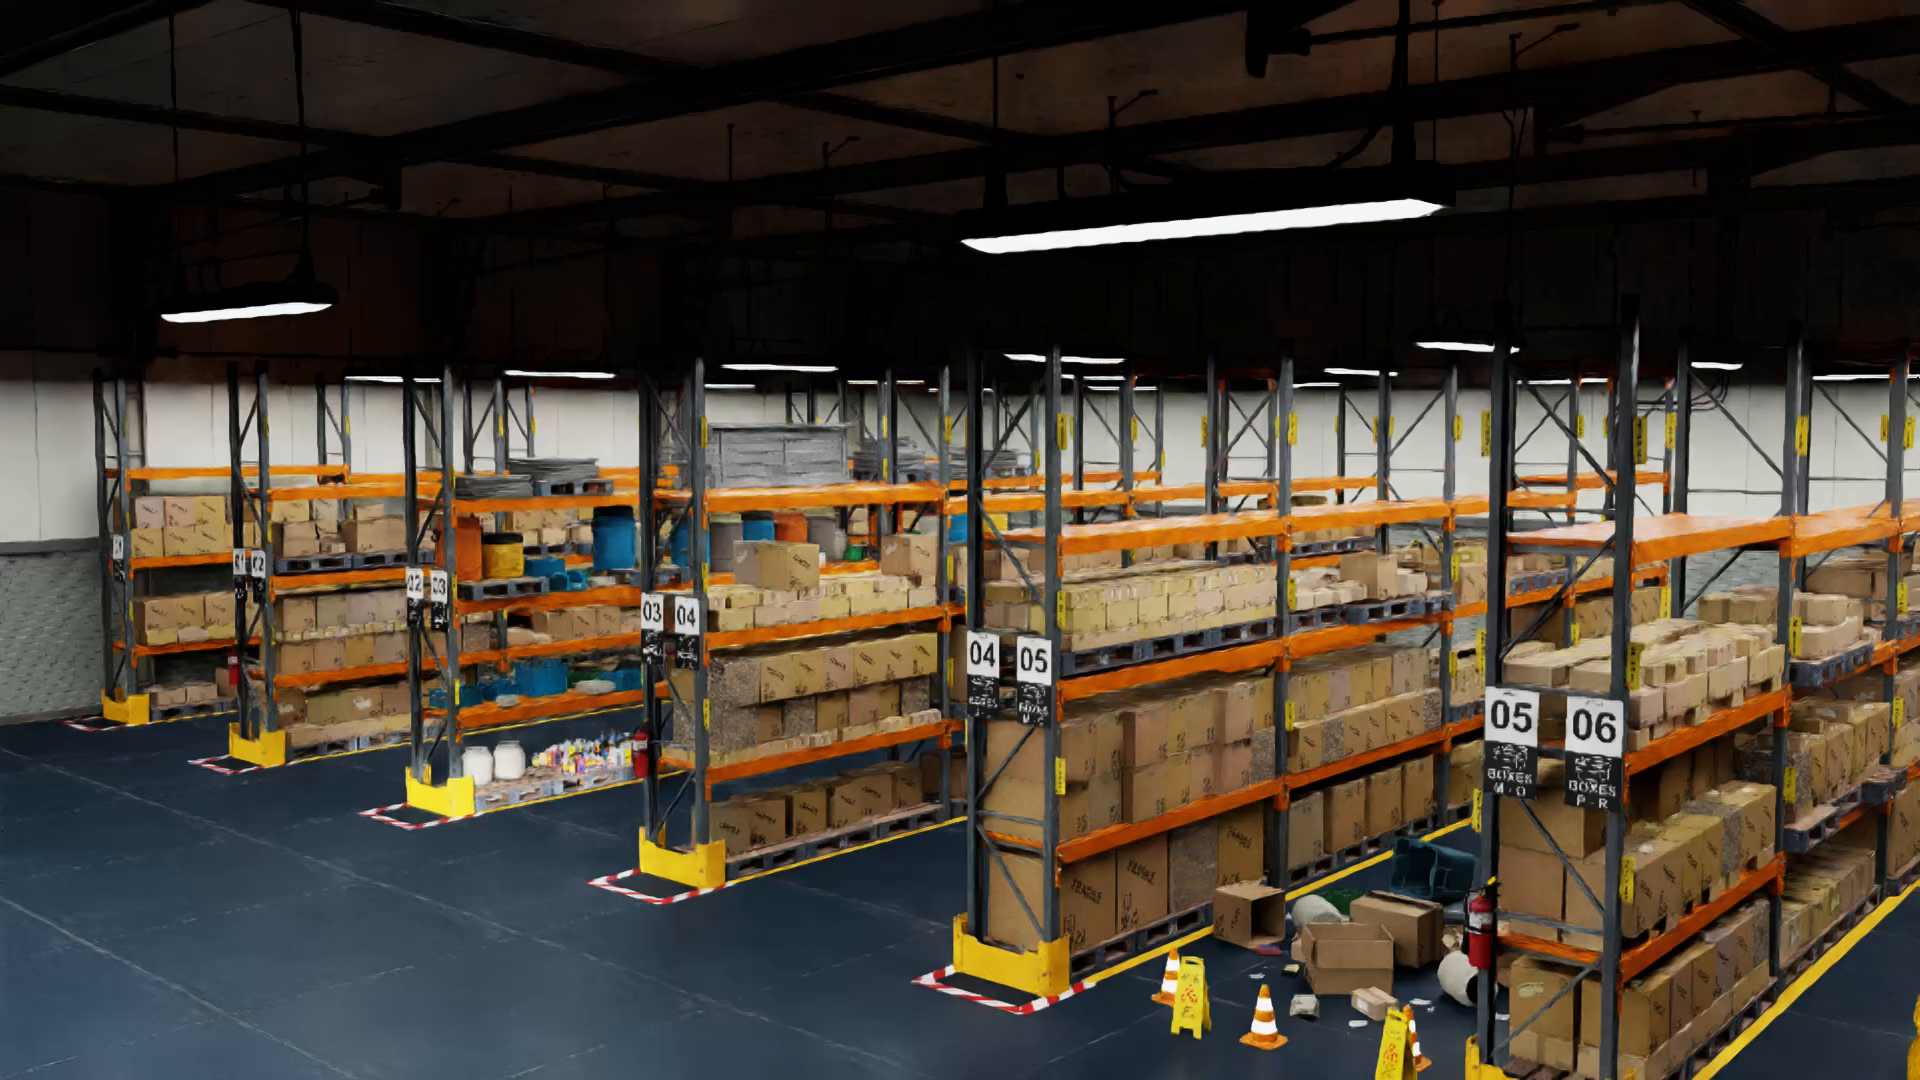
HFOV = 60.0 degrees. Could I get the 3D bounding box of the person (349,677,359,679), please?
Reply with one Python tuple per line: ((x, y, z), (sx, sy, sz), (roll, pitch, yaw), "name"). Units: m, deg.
((-10.811, 2.181, 29.644), (0.661, 1.599, 0.805), (2, 5, 23), "person")
